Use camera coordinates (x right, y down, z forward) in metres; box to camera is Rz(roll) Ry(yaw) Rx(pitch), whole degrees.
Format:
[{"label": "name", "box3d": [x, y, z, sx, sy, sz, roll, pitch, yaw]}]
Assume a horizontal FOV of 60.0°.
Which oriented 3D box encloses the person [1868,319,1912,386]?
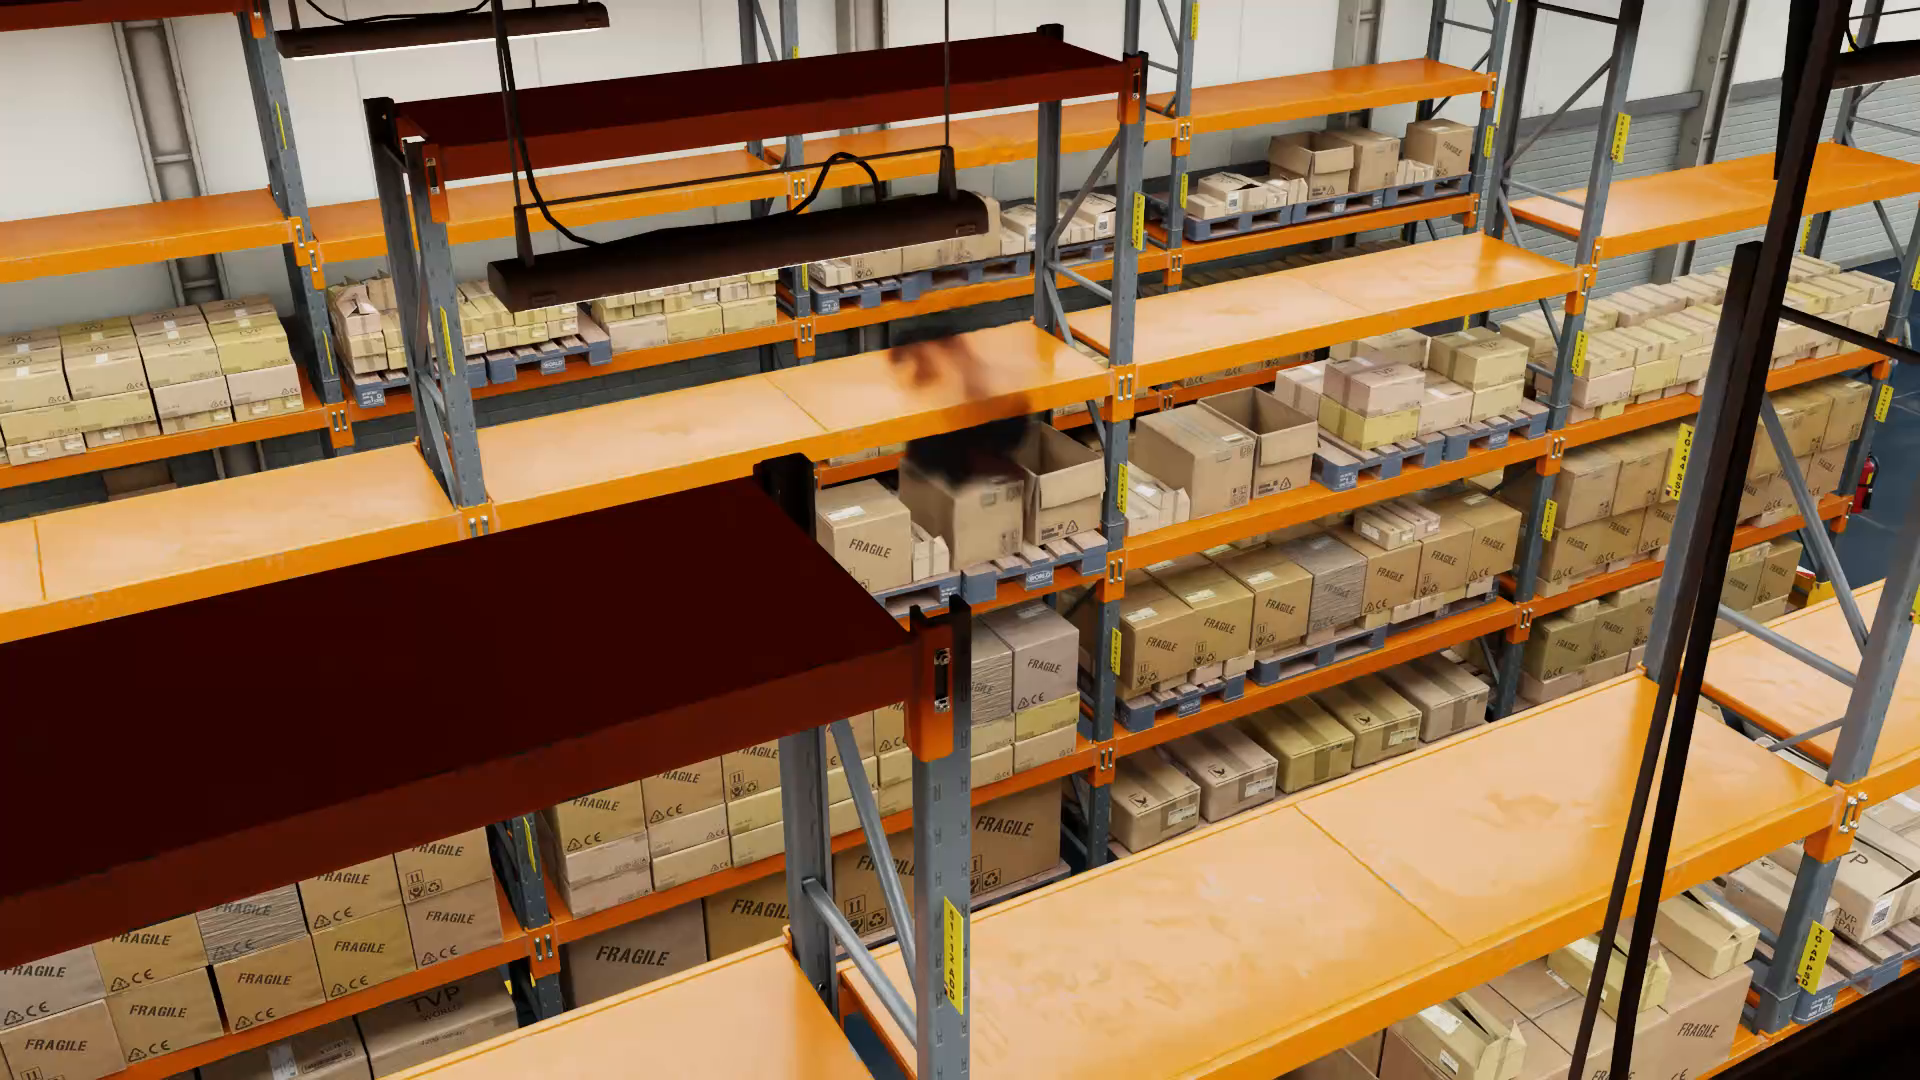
[{"label": "person", "box3d": [10.588, -2.038, 19.171, 0.684, 1.599, 0.566, -24, 36, -37]}]
